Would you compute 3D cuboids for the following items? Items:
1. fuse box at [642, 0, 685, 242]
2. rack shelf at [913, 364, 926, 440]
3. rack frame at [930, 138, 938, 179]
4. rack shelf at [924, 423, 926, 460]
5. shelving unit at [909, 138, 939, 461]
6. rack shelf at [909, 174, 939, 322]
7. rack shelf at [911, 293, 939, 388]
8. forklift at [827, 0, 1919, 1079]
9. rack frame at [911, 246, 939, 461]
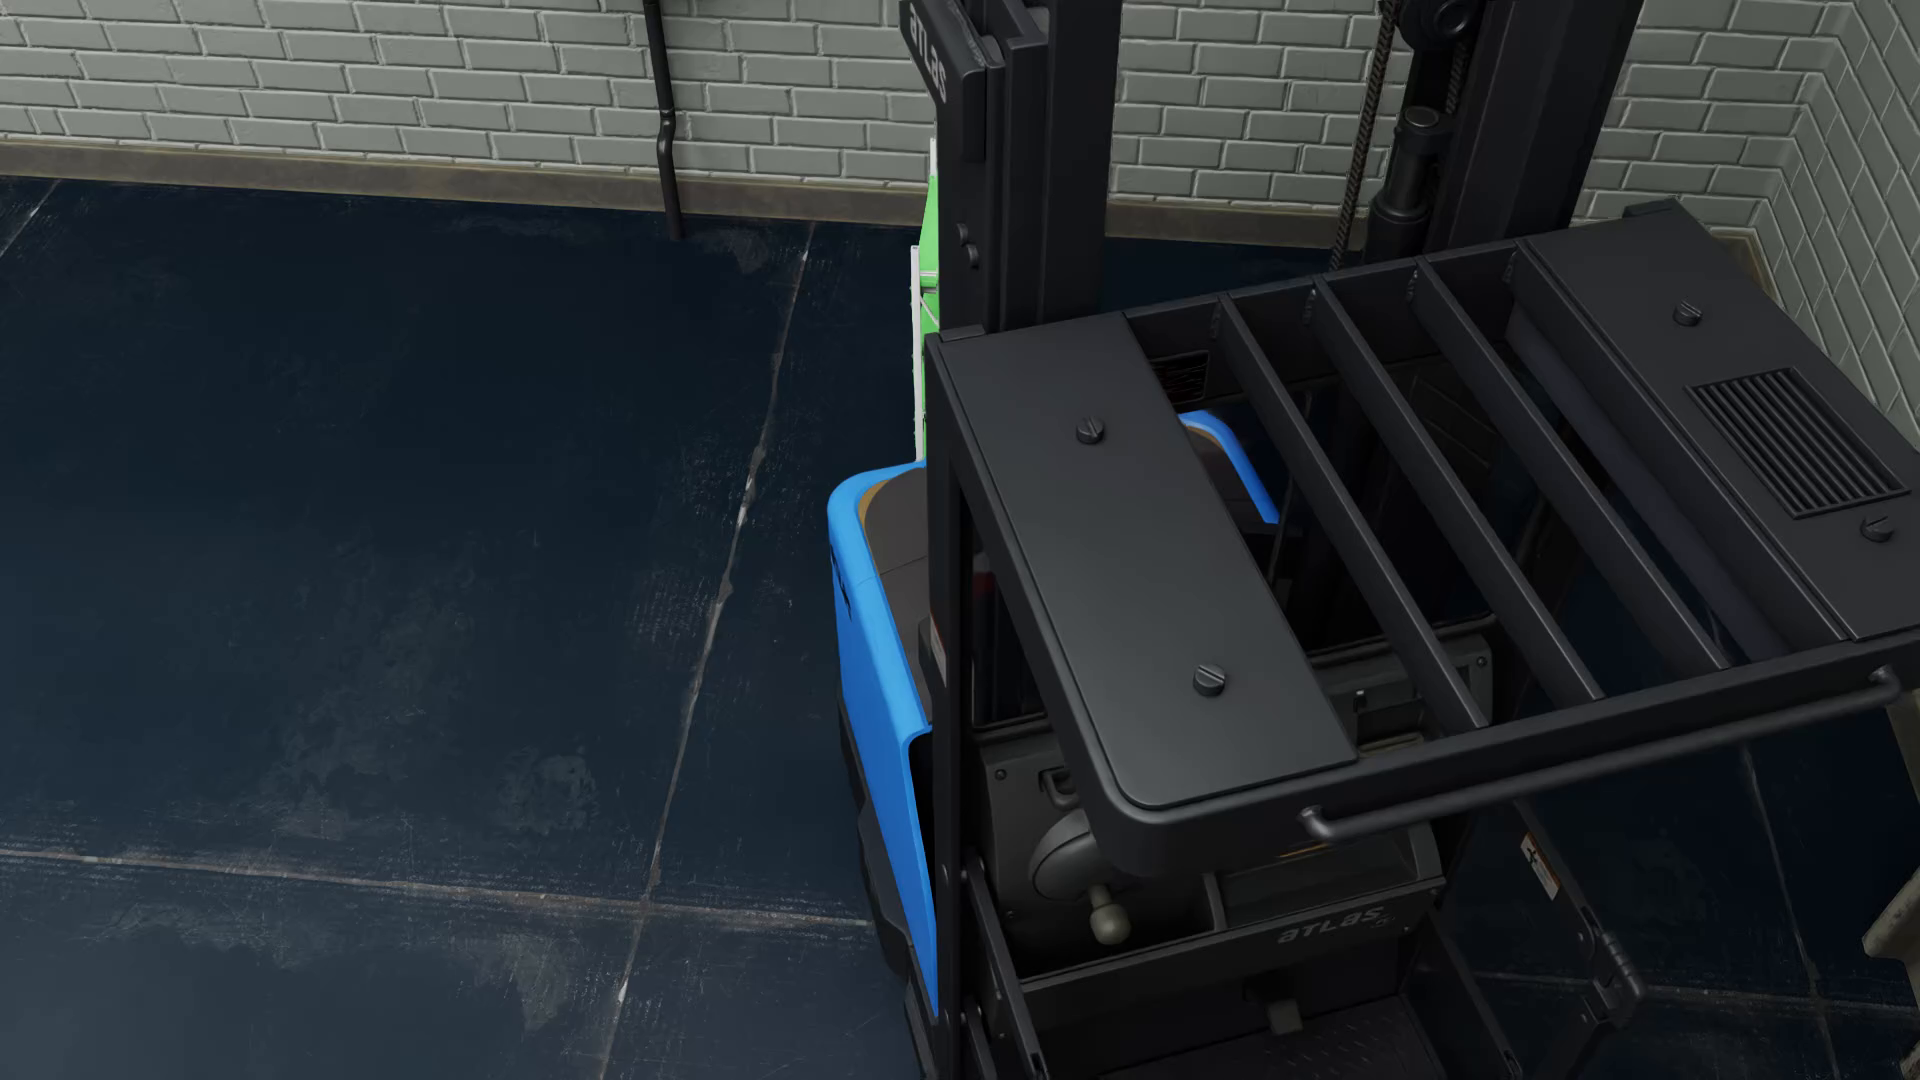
[{"bbox_3d":[-1.046,-1.702,5.647,0.539,1.711,0.414,4,48,4],"label":"fuse box"},{"bbox_3d":[0.015,-0.483,4.966,0.258,0.148,0.480,4,48,4],"label":"rack shelf"},{"bbox_3d":[0.037,-0.706,5.083,0.240,1.200,0.015,4,48,4],"label":"rack frame"},{"bbox_3d":[0.015,-0.321,5.143,0.258,0.148,0.480,4,48,4],"label":"rack shelf"},{"bbox_3d":[0.015,-0.527,4.919,0.258,1.200,0.503,4,48,4],"label":"shelving unit"},{"bbox_3d":[0.015,-0.807,4.611,0.258,0.148,0.480,4,48,4],"label":"rack shelf"},{"bbox_3d":[0.015,-0.645,4.789,0.258,0.148,0.480,4,48,4],"label":"rack shelf"},{"bbox_3d":[0.557,0.541,2.769,1.130,2.935,3.031,-12,49,-10],"label":"forklift"},{"bbox_3d":[-0.007,-0.347,4.755,0.240,1.200,0.015,4,48,4],"label":"rack frame"}]
